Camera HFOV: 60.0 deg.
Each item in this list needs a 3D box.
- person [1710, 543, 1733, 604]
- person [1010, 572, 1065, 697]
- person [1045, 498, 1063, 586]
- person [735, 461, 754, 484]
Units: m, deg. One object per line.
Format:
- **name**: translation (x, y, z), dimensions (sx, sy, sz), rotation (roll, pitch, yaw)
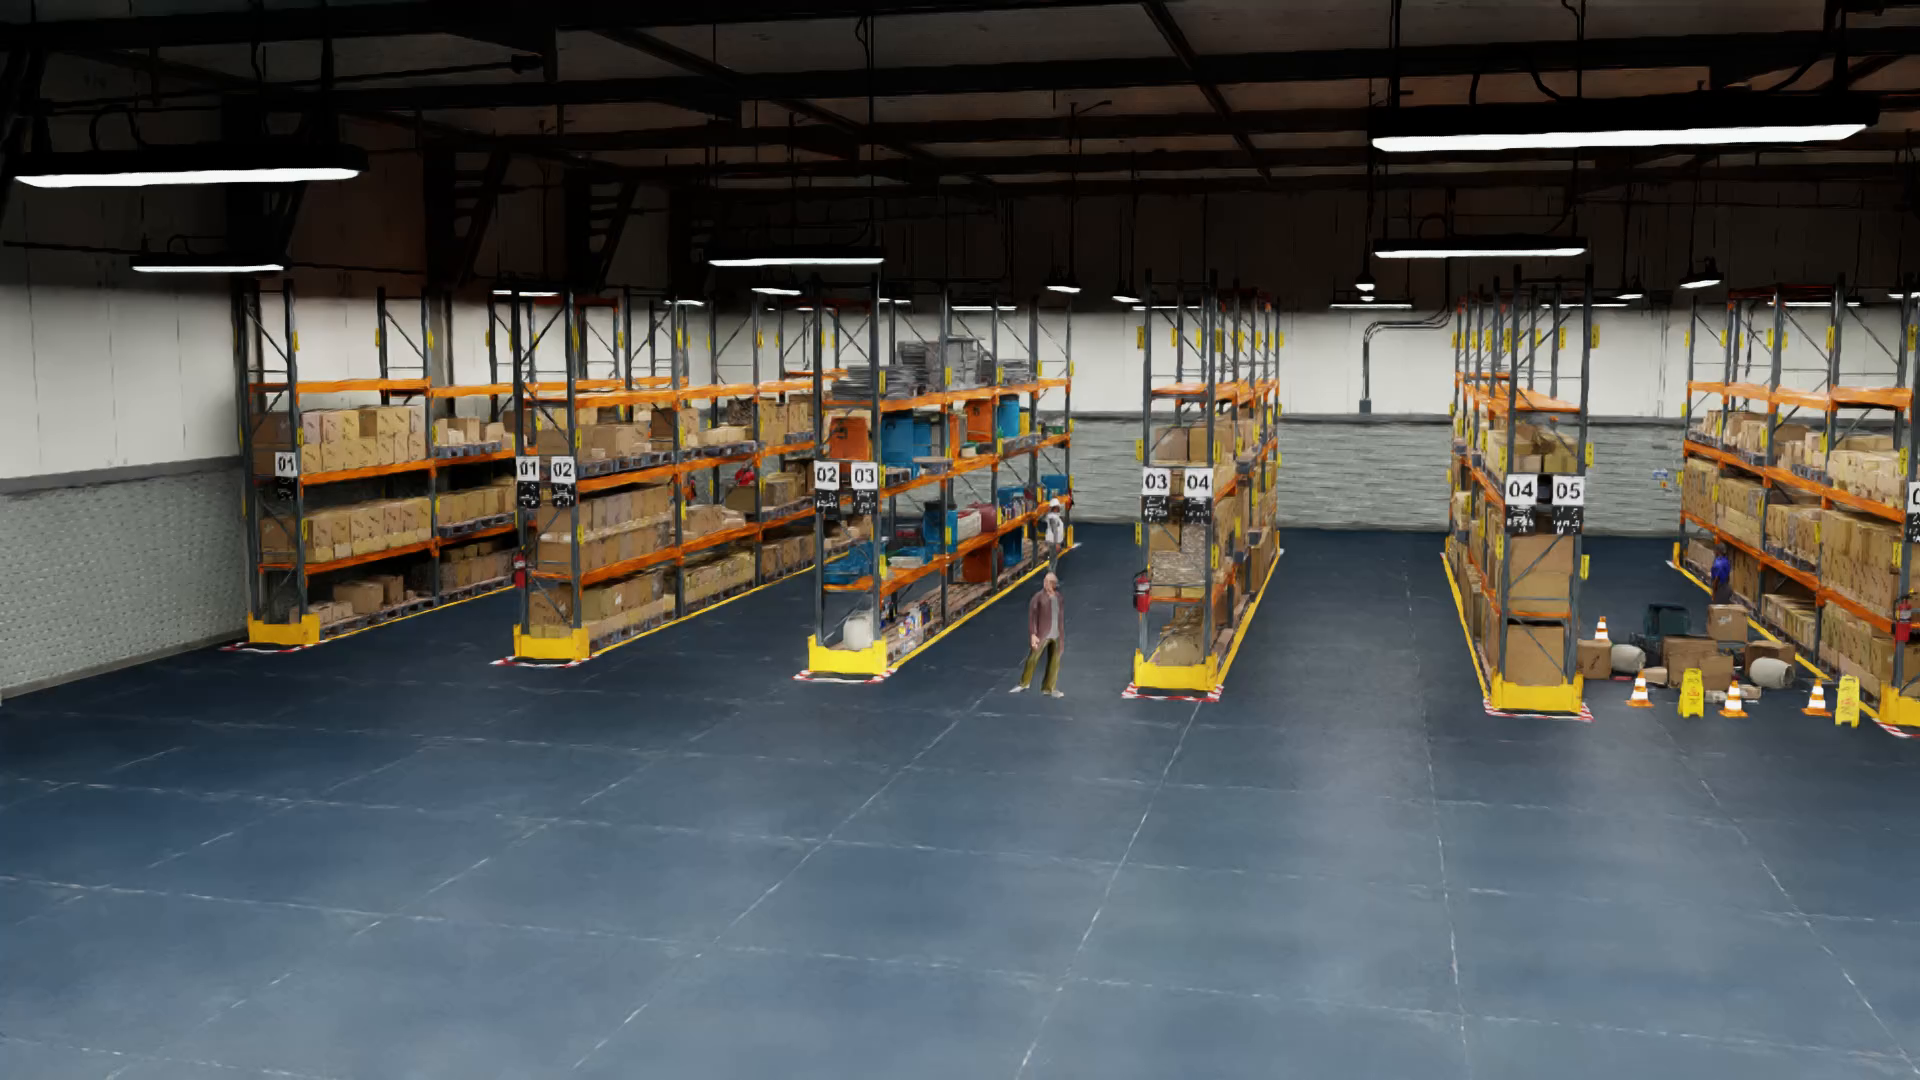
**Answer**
- **person**: translation (12.588, 0.867, 27.584), dimensions (0.551, 1.653, 0.573), rotation (6, 9, 39)
- **person**: translation (1.107, 1.425, 23.391), dimensions (0.793, 1.577, 0.517), rotation (-3, 8, -26)
- **person**: translation (1.938, 0.031, 33.985), dimensions (0.401, 1.778, 0.627), rotation (-1, 7, -5)
- **person**: translation (-5.991, -1.389, 46.356), dimensions (0.562, 1.640, 1.089), rotation (1, 7, 5)
